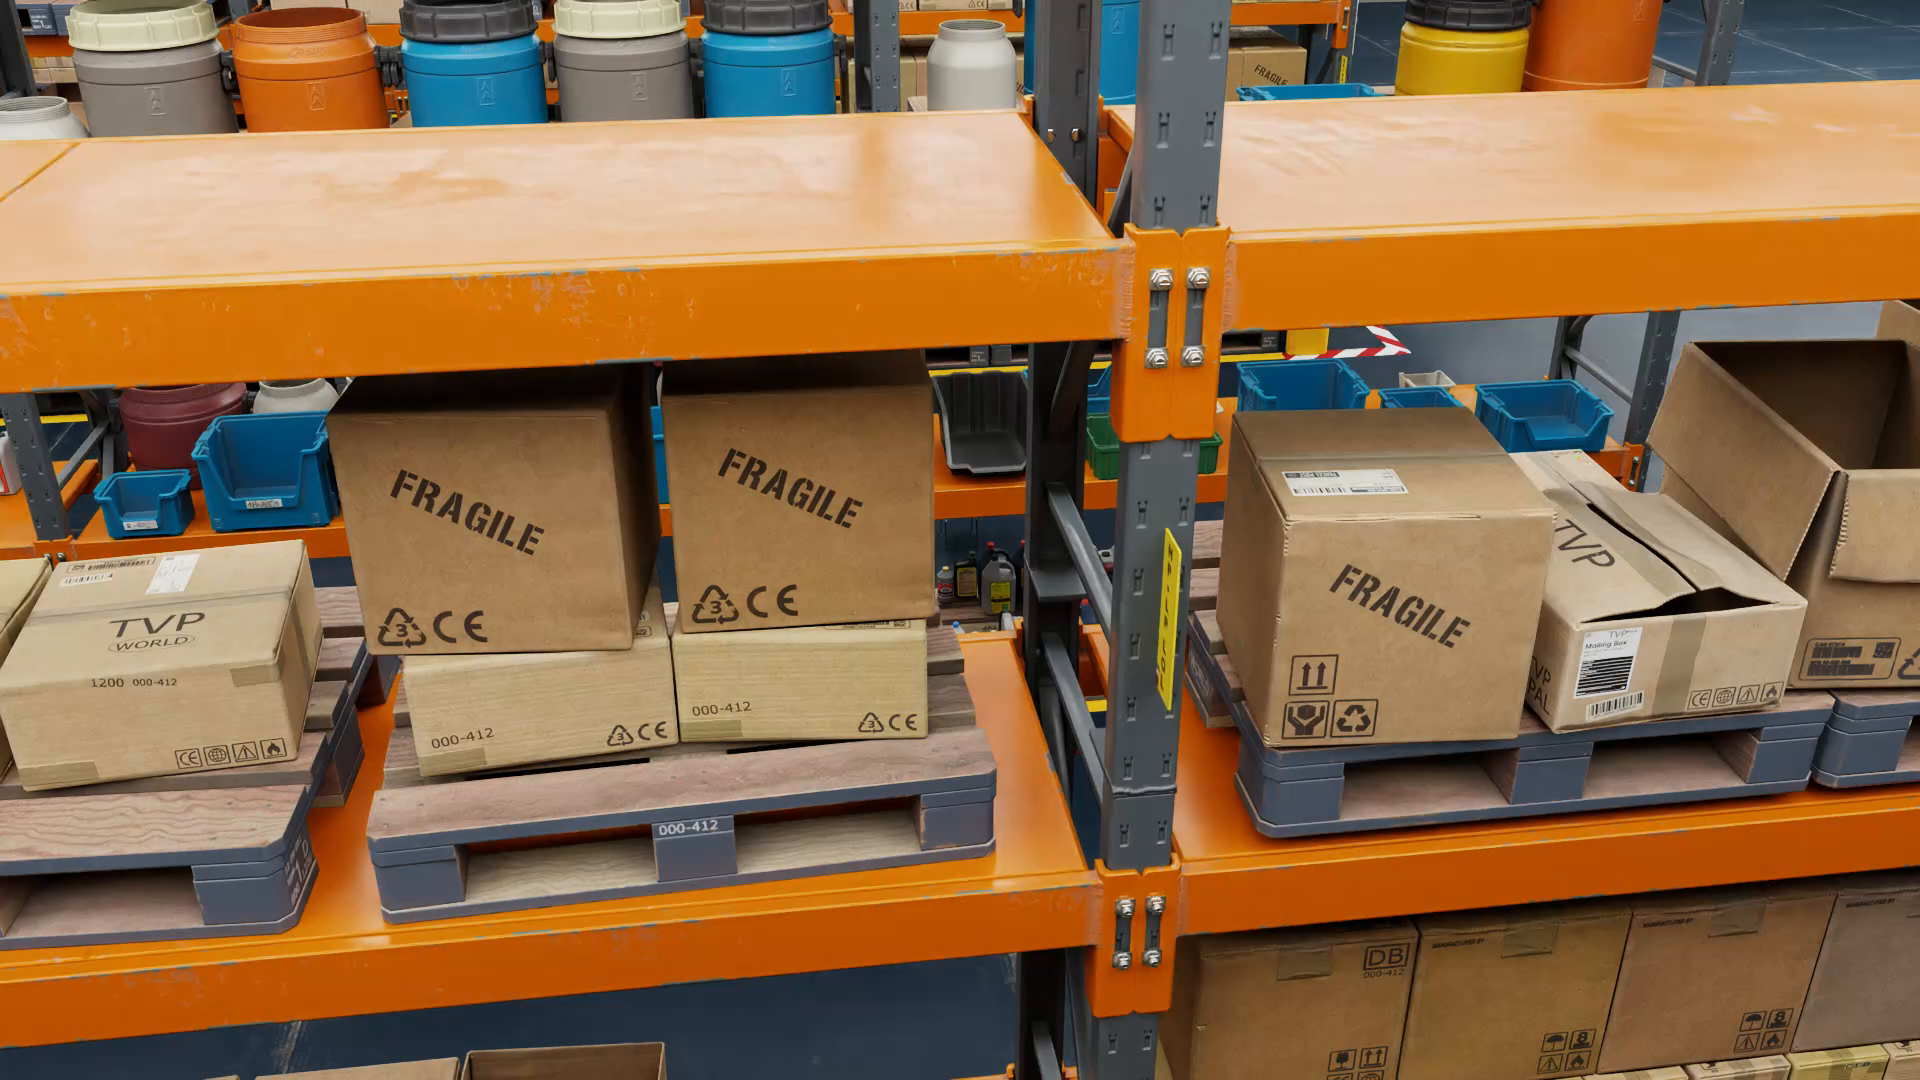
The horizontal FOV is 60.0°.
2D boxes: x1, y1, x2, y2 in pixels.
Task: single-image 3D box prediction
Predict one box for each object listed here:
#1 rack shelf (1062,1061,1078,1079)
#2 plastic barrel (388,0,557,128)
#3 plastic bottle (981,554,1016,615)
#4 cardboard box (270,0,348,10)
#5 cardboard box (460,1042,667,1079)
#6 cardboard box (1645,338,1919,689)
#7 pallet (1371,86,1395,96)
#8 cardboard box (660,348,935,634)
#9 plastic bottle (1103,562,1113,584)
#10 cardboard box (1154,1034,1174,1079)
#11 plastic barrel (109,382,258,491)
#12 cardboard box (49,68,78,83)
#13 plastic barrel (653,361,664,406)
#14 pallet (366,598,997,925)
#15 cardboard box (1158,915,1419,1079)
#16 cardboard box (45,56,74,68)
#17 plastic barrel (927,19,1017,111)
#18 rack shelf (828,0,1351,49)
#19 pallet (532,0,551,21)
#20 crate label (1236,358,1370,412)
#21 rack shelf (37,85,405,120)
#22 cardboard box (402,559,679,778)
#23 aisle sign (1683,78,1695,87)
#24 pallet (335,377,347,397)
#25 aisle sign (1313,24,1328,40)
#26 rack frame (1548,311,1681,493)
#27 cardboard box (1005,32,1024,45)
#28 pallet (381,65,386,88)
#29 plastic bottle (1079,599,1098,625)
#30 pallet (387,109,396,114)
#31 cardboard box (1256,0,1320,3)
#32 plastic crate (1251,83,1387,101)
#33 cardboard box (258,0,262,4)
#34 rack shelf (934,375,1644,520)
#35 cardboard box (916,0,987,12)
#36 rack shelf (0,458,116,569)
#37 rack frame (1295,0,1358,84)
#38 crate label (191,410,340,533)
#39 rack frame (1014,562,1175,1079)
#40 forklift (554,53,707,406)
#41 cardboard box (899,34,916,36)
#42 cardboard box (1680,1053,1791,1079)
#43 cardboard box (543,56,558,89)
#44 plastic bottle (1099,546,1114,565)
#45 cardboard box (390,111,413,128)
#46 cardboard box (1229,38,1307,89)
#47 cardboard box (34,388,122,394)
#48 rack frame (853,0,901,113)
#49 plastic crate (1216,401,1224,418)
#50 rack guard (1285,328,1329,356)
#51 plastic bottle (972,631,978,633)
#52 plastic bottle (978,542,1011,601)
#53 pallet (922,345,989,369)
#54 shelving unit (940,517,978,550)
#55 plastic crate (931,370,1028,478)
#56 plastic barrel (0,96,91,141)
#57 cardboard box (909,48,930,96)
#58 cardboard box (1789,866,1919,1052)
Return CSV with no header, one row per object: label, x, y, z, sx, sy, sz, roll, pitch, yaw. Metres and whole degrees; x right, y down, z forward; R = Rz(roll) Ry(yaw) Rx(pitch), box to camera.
rack shelf,2.268,1.796,4.751,4.000,0.370,1.077,-4,27,-7
plastic barrel,-2.167,-1.980,7.488,0.708,0.901,0.600,-4,27,-7
plastic bottle,0.219,0.241,9.415,0.185,0.351,0.144,-4,27,-7
cardboard box,-4.549,-3.803,11.755,0.500,0.250,0.500,-3,27,-6
cardboard box,-0.996,1.634,4.170,0.500,0.500,0.500,-2,27,-3
cardboard box,1.936,-0.074,3.596,0.637,0.503,0.797,-1,27,-1
pallet,2.730,-2.133,8.542,1.213,0.211,1.003,-4,27,-7
cardboard box,-0.328,-0.163,3.380,0.500,0.500,0.500,-3,27,-6
plastic bottle,0.886,0.212,9.544,0.133,0.283,0.061,-4,27,-7
cardboard box,0.581,1.341,4.031,0.250,0.149,0.380,-4,27,-7
plastic barrel,-3.942,-0.609,8.501,0.708,0.536,0.600,-4,27,-7
cardboard box,-8.625,-4.542,16.130,0.250,0.149,0.380,-3,27,-7
plastic barrel,-1.376,-0.735,8.747,0.433,0.535,0.433,0,27,0
pallet,-0.584,0.416,3.577,1.217,0.209,0.805,-5,28,-9
cardboard box,0.727,0.951,4.081,0.500,0.500,0.700,-4,27,-7
cardboard box,-8.635,-4.673,16.062,0.250,0.149,0.380,-3,27,-6
plastic barrel,0.055,-2.146,7.778,0.421,0.512,0.421,0,27,0
rack shelf,0.892,-4.017,12.795,4.000,0.370,1.077,-4,27,-7
pallet,-2.741,-4.068,12.312,1.003,0.211,1.213,-4,27,-7
crate label,1.778,-0.667,8.725,0.616,0.435,0.502,-4,27,-7
rack shelf,-7.621,-4.422,16.870,4.000,0.370,1.077,-4,27,-7
cardboard box,-0.867,0.220,3.454,0.500,0.250,0.500,-6,28,-12
aisle sign,3.675,-1.917,8.353,0.004,0.787,0.394,-4,27,-7
pallet,-4.275,-1.429,13.304,1.213,0.211,1.003,-4,27,-7
aisle sign,2.892,-4.426,13.242,0.004,0.787,0.394,-4,27,-7
rack frame,3.563,-0.890,9.200,0.127,3.000,1.000,-4,27,-7
cardboard box,0.309,-3.714,13.171,0.500,0.500,0.500,-4,27,-7
pallet,-6.331,-4.690,16.816,1.003,0.211,1.213,-4,27,-7
plastic bottle,0.646,0.471,8.966,0.185,0.351,0.144,-5,28,-9
pallet,-7.221,-5.844,21.908,1.213,0.211,1.003,-4,27,-7
cardboard box,2.430,-4.252,12.629,0.500,0.250,0.500,-3,27,-6
plastic crate,1.716,-1.960,8.017,0.575,0.384,0.392,-4,27,-7
cardboard box,-8.897,-6.747,20.778,0.500,0.250,0.500,-4,27,-8
rack shelf,1.582,-0.443,9.116,4.000,0.370,1.077,-4,27,-7
cardboard box,-0.084,-4.092,12.317,0.500,0.250,0.500,-4,27,-8
rack shelf,-6.340,0.066,8.124,4.000,0.370,1.077,-4,27,-7
rack frame,2.873,-3.129,13.563,0.127,3.000,1.000,-4,27,-7
crate label,-3.338,-0.338,8.085,0.616,0.435,0.502,-4,27,-7
rack frame,0.288,1.603,4.339,0.127,3.000,1.000,-4,27,-7
forklift,-1.978,-2.010,11.456,3.031,2.935,1.130,19,33,33
cardboard box,-0.774,-5.265,17.560,0.550,0.550,0.875,-4,27,-7
cardboard box,1.857,1.257,4.194,0.250,0.149,0.380,-4,27,-9
cardboard box,-4.156,-4.886,16.877,0.500,0.500,0.500,-4,27,-7
plastic bottle,0.870,0.168,9.639,0.135,0.276,0.152,-3,27,-6
cardboard box,-3.981,-2.985,12.712,0.500,0.500,0.700,0,27,1
cardboard box,2.362,-3.604,12.958,0.500,0.500,0.500,-4,27,-7
cardboard box,-6.619,-1.774,12.790,0.875,0.875,1.225,-4,27,-7
rack frame,-0.398,-3.305,7.334,0.127,3.000,1.000,-4,27,-7
plastic crate,1.174,-0.736,9.188,0.437,0.136,0.530,-4,27,-7
rack guard,2.797,-2.013,14.125,0.348,0.500,1.175,-4,27,-7
plastic bottle,0.079,0.585,8.908,0.097,0.201,0.097,0,27,0
plastic bottle,0.199,0.176,9.542,0.185,0.351,0.144,-4,27,-8
pallet,-0.428,-1.693,13.819,1.213,0.211,1.003,-4,27,-7
shelving unit,-0.008,-0.400,10.544,0.210,0.900,0.258,-4,27,-7
plastic crate,0.138,-0.584,8.671,0.504,0.338,0.767,-4,27,-7
plastic barrel,-4.009,-1.647,7.266,0.421,0.512,0.421,0,27,0
cardboard box,-0.113,-3.443,12.644,0.500,0.500,0.500,-4,27,-7
cardboard box,2.217,0.855,4.268,0.500,0.500,0.700,-4,27,-7
